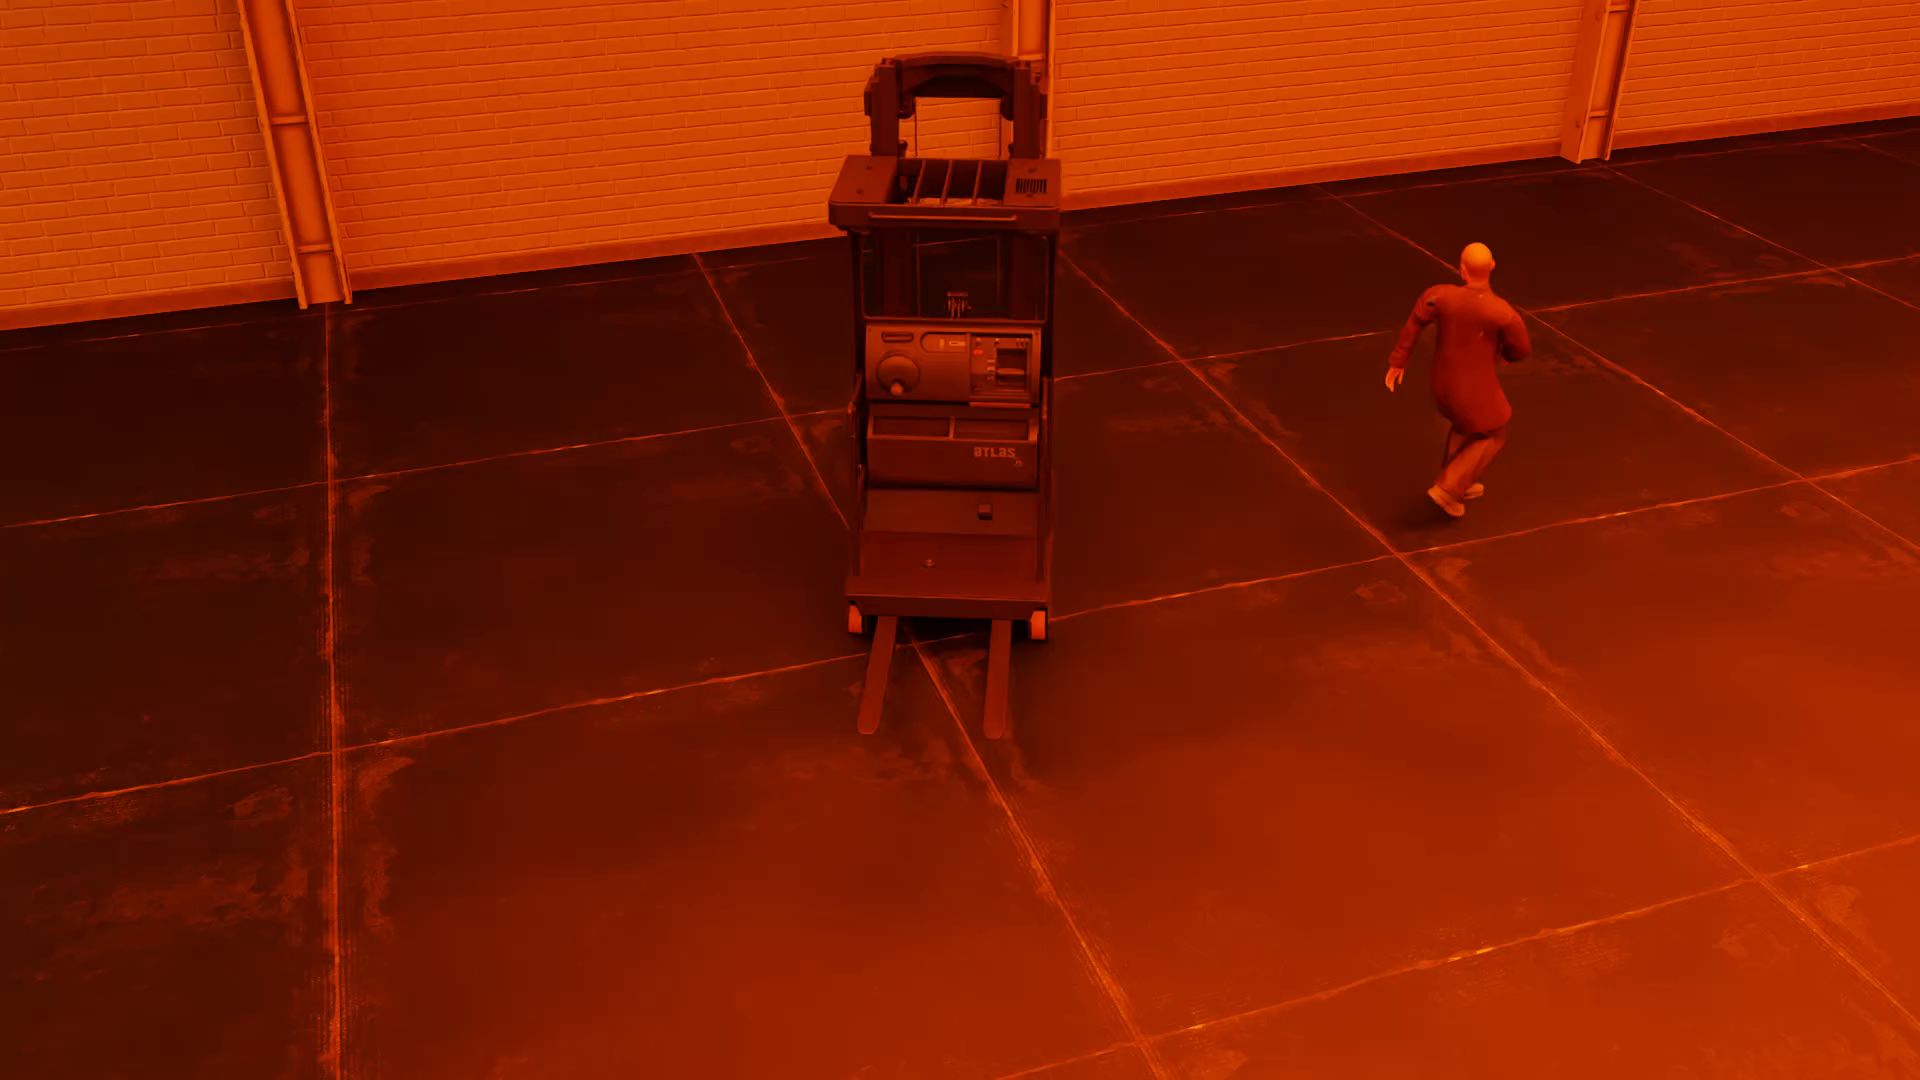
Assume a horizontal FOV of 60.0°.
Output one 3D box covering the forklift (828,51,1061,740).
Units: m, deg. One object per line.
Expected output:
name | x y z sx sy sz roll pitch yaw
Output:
forklift | -0.049 -0.892 8.637 1.130 2.935 3.031 2 30 3

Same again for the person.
person | 3.017 -0.969 10.000 0.688 1.720 0.740 -19 35 -29
